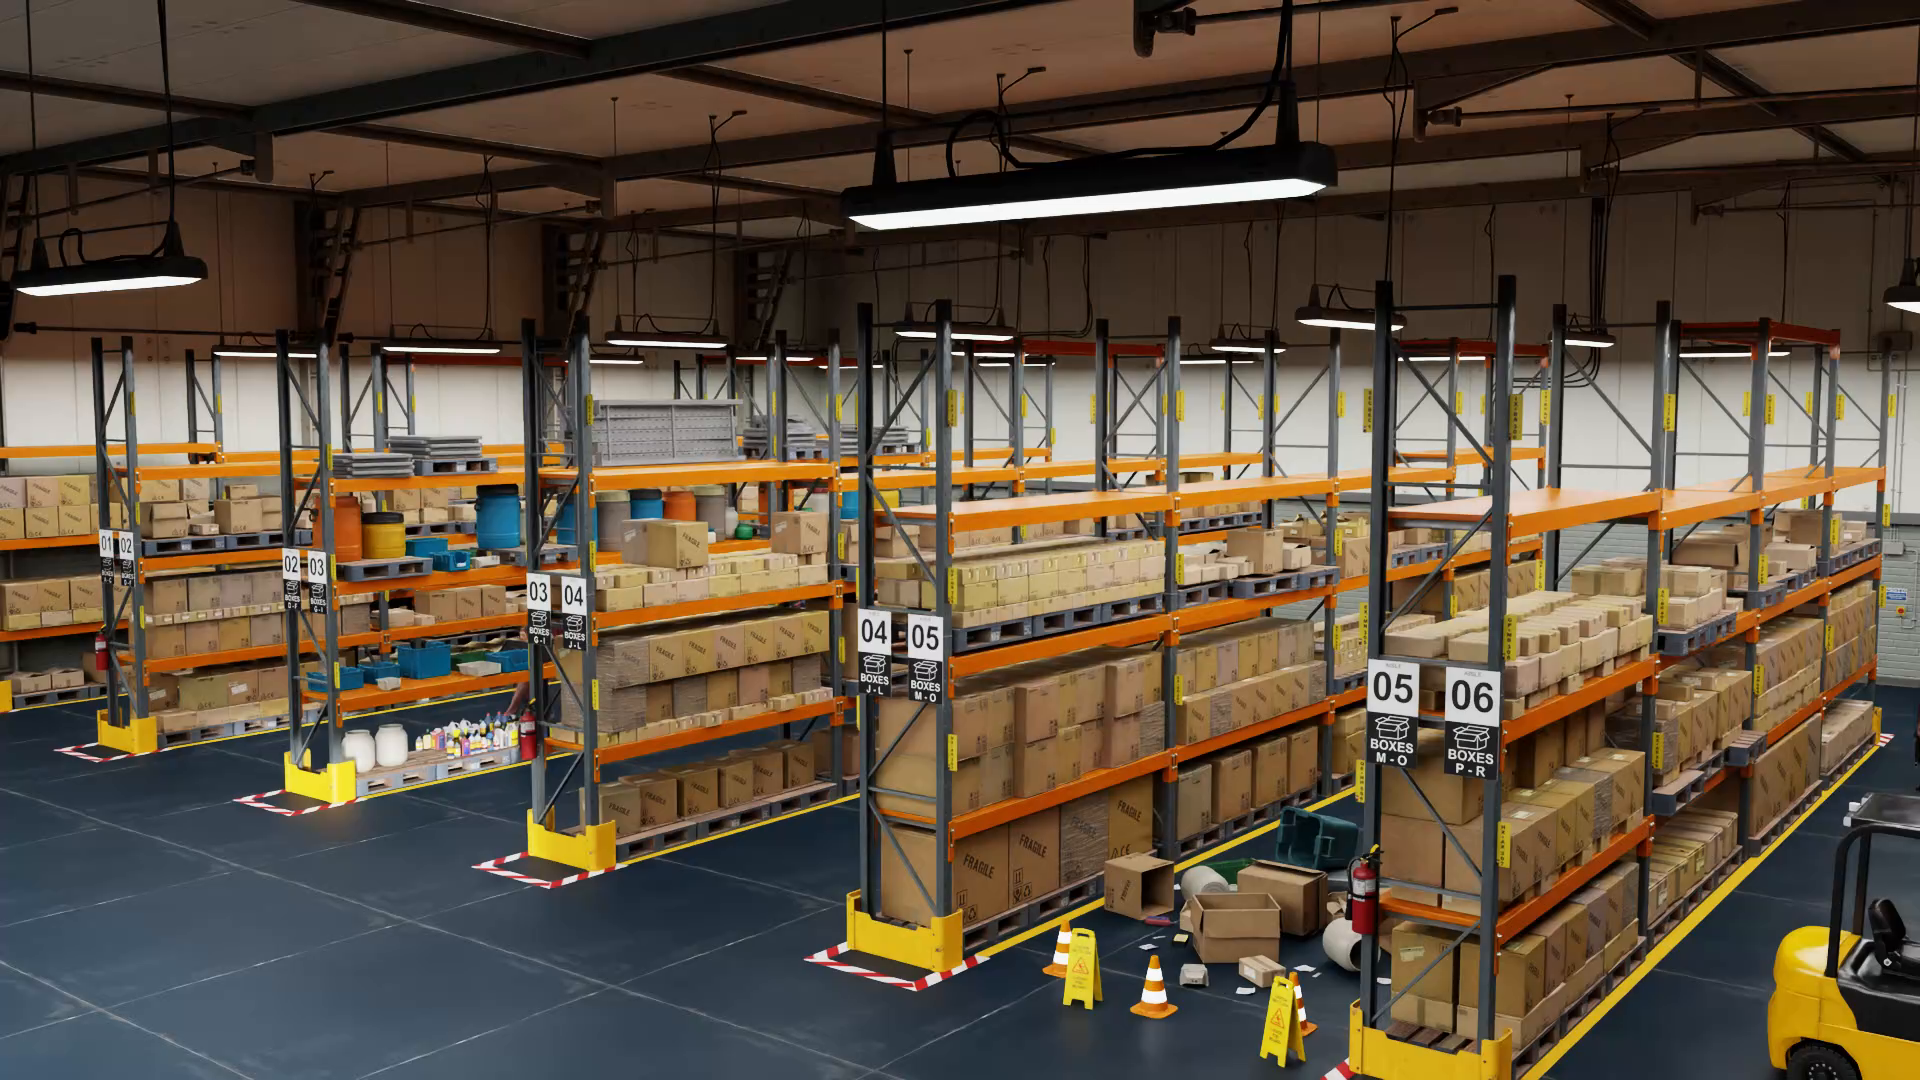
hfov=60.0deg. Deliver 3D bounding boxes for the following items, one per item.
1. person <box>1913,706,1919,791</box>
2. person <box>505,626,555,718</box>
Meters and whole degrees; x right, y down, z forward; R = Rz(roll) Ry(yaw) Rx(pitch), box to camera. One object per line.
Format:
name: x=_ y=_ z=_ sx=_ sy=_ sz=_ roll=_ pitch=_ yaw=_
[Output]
person: x=12.705 y=2.403 z=21.508 sx=0.638 sy=1.779 sz=0.531 roll=1 pitch=5 yaw=11
person: x=-6.768 y=2.120 z=25.759 sx=1.138 sy=1.585 sz=0.435 roll=-5 pitch=7 yaw=-44
